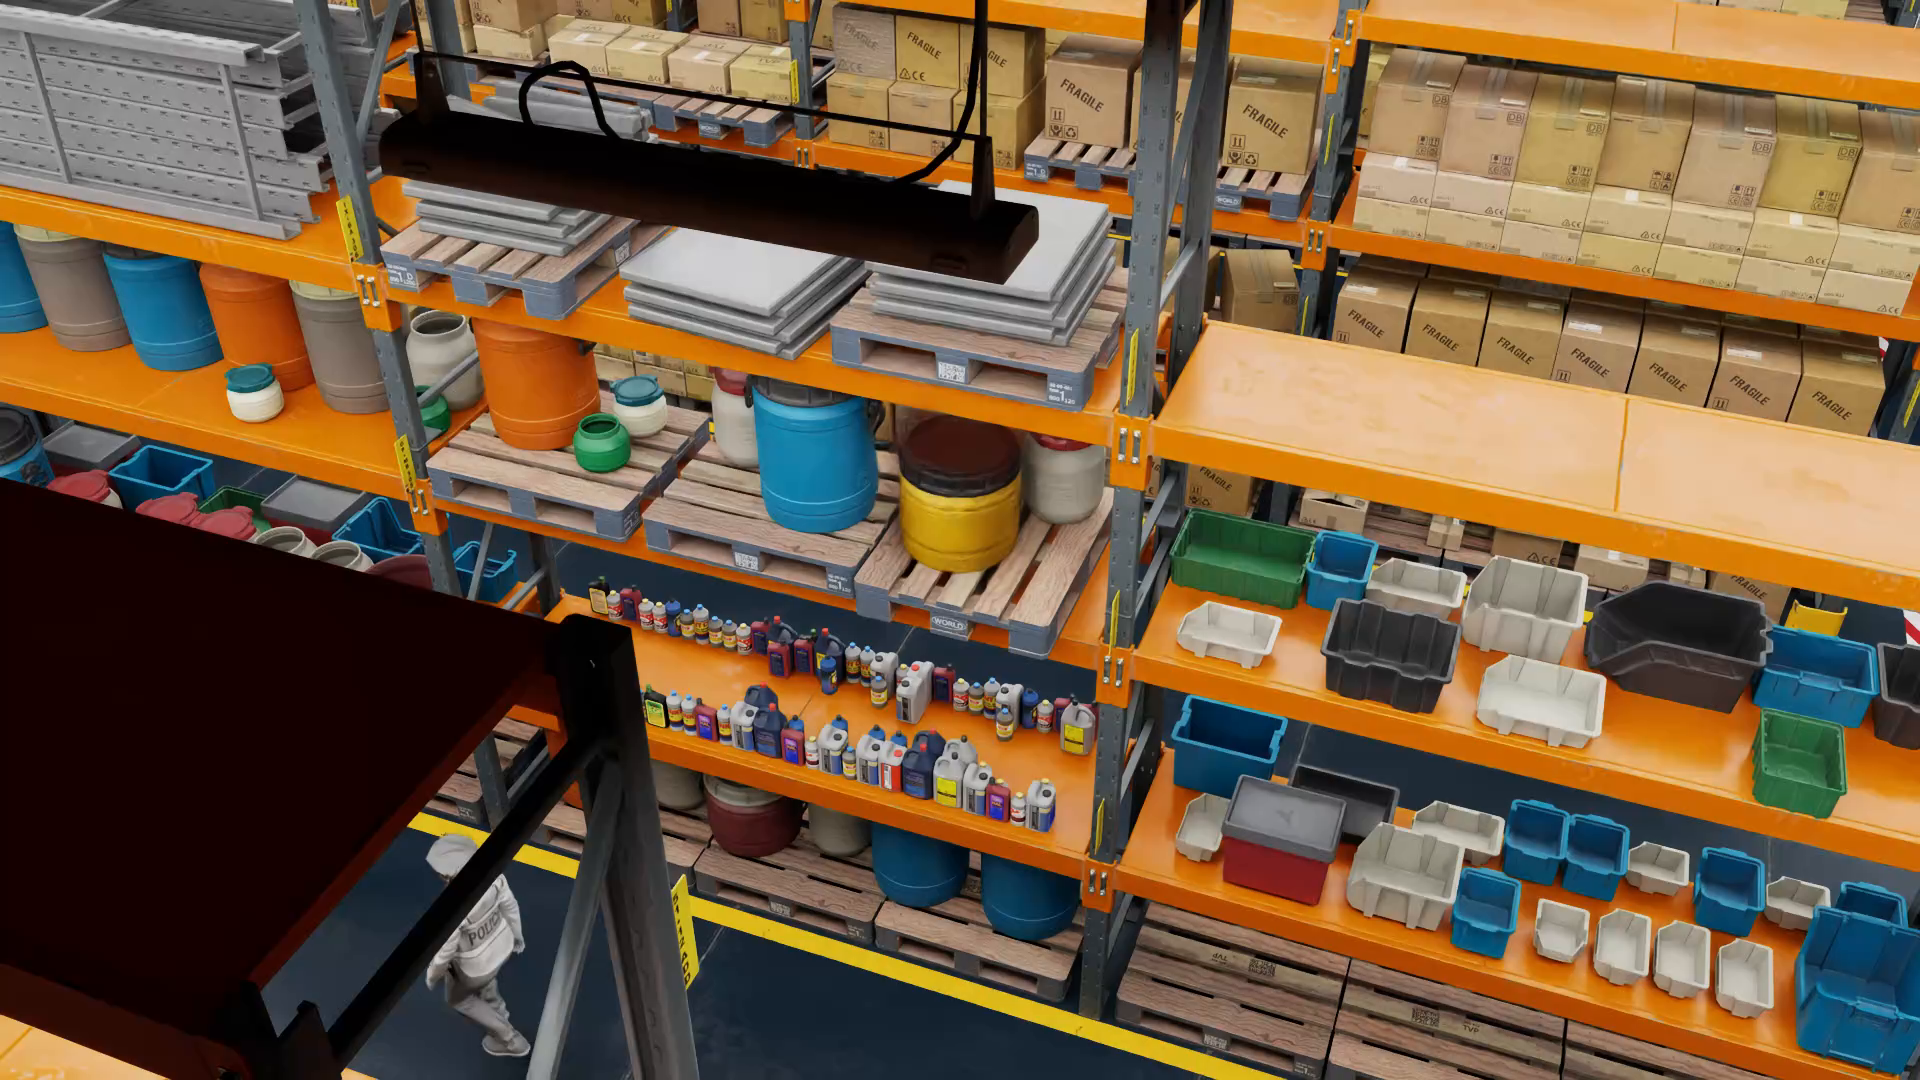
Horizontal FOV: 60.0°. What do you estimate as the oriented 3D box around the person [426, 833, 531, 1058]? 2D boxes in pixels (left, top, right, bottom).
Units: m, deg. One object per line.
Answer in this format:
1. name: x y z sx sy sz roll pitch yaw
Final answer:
1. person: -2.598 2.158 8.821 0.591 1.529 0.527 17 40 21
